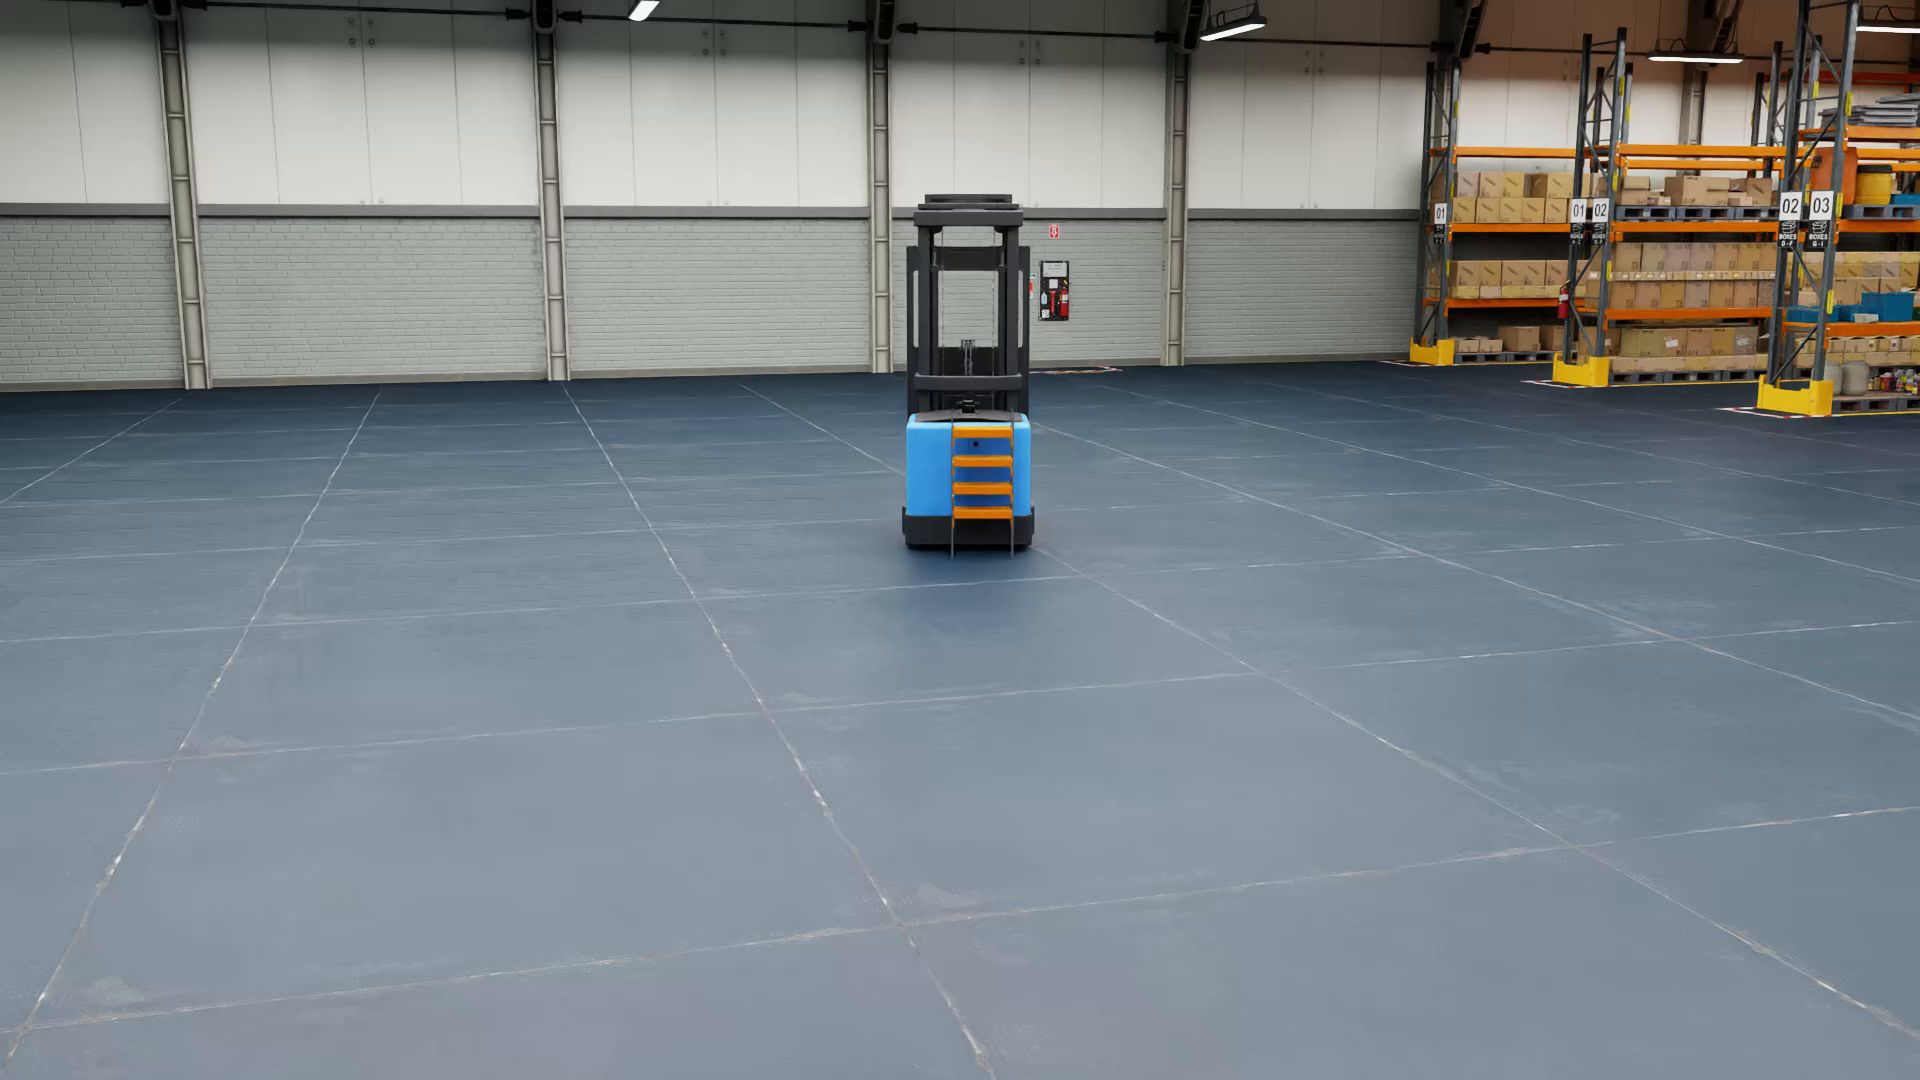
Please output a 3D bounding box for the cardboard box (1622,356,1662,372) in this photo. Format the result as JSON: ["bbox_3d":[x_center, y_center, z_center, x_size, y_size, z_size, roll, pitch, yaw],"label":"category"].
[{"bbox_3d":[12.030,-3.113,29.406,0.500,0.250,0.500,-3,11,-16],"label":"cardboard box"}]

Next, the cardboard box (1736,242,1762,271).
[{"bbox_3d":[13.905,-5.084,29.822,0.500,0.500,0.700,-3,11,-16],"label":"cardboard box"}]

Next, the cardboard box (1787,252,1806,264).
[{"bbox_3d":[17.802,-6.064,35.776,0.500,0.250,0.500,-3,11,-15],"label":"cardboard box"}]

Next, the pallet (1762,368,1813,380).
[{"bbox_3d":[15.511,-3.119,30.709,1.213,0.211,1.003,-3,11,-16],"label":"pallet"}]

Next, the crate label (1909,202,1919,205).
[{"bbox_3d":[14.244,-4.822,24.383,0.408,0.251,0.502,-3,11,-16],"label":"crate label"}]

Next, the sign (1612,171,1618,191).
[{"bbox_3d":[11.123,-6.091,28.234,0.005,0.325,0.100,-3,11,-16],"label":"sign"}]

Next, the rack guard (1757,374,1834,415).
[{"bbox_3d":[12.414,-2.166,24.730,0.348,0.500,1.175,-3,11,-16],"label":"rack guard"}]

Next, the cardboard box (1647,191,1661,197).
[{"bbox_3d":[12.005,-6.025,29.374,0.500,0.250,0.500,-3,11,-16],"label":"cardboard box"}]

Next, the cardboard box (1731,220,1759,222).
[{"bbox_3d":[16.651,-6.868,35.275,0.500,0.311,0.500,-3,11,-16],"label":"cardboard box"}]

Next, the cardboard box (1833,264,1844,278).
[{"bbox_3d":[18.787,-5.745,36.118,0.500,0.500,0.500,-3,11,-16],"label":"cardboard box"}]

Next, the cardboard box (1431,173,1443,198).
[{"bbox_3d":[9.926,-7.198,33.786,0.500,0.500,0.500,-3,11,-13],"label":"cardboard box"}]

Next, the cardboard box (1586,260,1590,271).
[{"bbox_3d":[13.058,-5.535,34.415,0.500,0.500,0.500,-3,11,-16],"label":"cardboard box"}]

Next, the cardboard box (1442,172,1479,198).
[{"bbox_3d":[10.023,-7.108,33.297,0.500,0.500,0.500,-4,11,-20],"label":"cardboard box"}]

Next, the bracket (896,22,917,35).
[{"bbox_3d":[-1.008,-9.364,30.414,0.430,0.232,0.235,-3,11,-16],"label":"bracket"}]

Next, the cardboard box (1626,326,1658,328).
[{"bbox_3d":[12.361,-3.599,29.977,0.500,0.500,0.500,-3,11,-16],"label":"cardboard box"}]

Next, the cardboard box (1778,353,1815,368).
[{"bbox_3d":[15.271,-3.278,30.305,0.500,0.250,0.500,-3,11,-17],"label":"cardboard box"}]

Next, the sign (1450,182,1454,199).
[{"bbox_3d":[9.737,-6.916,32.931,0.005,0.325,0.100,-3,11,-16],"label":"sign"}]

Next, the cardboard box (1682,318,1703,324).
[{"bbox_3d":[15.533,-4.775,35.621,0.500,0.250,0.500,-3,11,-16],"label":"cardboard box"}]

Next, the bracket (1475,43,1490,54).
[{"bbox_3d":[10.513,-9.971,33.713,0.430,0.232,0.235,-3,11,-16],"label":"bracket"}]

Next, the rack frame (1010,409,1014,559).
[{"bbox_3d":[0.425,-0.455,13.508,0.015,1.200,0.240,0,10,-1],"label":"rack frame"}]

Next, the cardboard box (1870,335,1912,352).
[{"bbox_3d":[17.238,-3.657,30.815,0.500,0.311,0.500,-3,11,-16],"label":"cardboard box"}]

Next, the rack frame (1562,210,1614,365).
[{"bbox_3d":[10.974,-4.244,29.117,0.127,3.000,1.000,-3,11,-16],"label":"rack frame"}]

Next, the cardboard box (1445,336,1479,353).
[{"bbox_3d":[10.275,-4.019,34.103,0.500,0.311,0.500,-4,11,-22],"label":"cardboard box"}]

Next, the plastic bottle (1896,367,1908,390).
[{"bbox_3d":[14.536,-2.490,25.688,0.185,0.351,0.144,-3,11,-14],"label":"plastic bottle"}]

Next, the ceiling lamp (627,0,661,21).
[{"bbox_3d":[-4.945,-9.388,24.367,0.800,3.185,2.000,-3,11,-16],"label":"ceiling lamp"}]

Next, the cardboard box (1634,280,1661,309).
[{"bbox_3d":[11.928,-4.342,29.373,0.500,0.500,0.700,-3,11,-14],"label":"cardboard box"}]

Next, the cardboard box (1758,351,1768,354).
[{"bbox_3d":[15.131,-3.372,30.815,0.500,0.250,0.500,-3,11,-16],"label":"cardboard box"}]

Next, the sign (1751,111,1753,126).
[{"bbox_3d":[17.108,-9.094,35.874,0.005,0.325,0.100,-3,11,-16],"label":"sign"}]

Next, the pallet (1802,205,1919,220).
[{"bbox_3d":[13.176,-4.790,24.319,1.213,0.211,1.003,-3,11,-16],"label":"pallet"}]

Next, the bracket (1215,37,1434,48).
[{"bbox_3d":[7.226,-9.798,32.772,4.783,0.066,0.076,-3,11,-16],"label":"bracket"}]

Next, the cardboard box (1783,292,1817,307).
[{"bbox_3d":[15.275,-4.405,30.407,0.500,0.250,0.500,-2,11,-12],"label":"cardboard box"}]

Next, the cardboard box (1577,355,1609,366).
[{"bbox_3d":[11.406,-3.177,29.755,0.500,0.250,0.500,-3,11,-16],"label":"cardboard box"}]

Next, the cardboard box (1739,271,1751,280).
[{"bbox_3d":[13.872,-4.724,29.658,0.250,0.149,0.380,-3,11,-16],"label":"cardboard box"}]

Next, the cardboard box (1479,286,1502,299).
[{"bbox_3d":[10.637,-5.039,33.796,0.500,0.250,0.500,-3,11,-18],"label":"cardboard box"}]

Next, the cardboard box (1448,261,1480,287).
[{"bbox_3d":[10.128,-5.382,33.585,0.500,0.500,0.500,-3,11,-16],"label":"cardboard box"}]

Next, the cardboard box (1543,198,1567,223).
[{"bbox_3d":[12.000,-6.715,33.924,0.500,0.500,0.500,-3,11,-18],"label":"cardboard box"}]

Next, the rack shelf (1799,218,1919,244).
[{"bbox_3d":[14.275,-4.606,24.782,4.000,0.370,1.077,-3,11,-16],"label":"rack shelf"}]

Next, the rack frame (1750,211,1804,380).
[{"bbox_3d":[14.814,-4.447,30.217,0.127,3.000,1.000,-3,11,-16],"label":"rack frame"}]

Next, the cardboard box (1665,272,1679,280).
[{"bbox_3d":[12.401,-4.647,29.239,0.250,0.149,0.380,-3,11,-18],"label":"cardboard box"}]

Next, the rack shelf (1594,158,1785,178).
[{"bbox_3d":[15.346,-7.809,35.001,4.000,0.370,1.077,-3,11,-16],"label":"rack shelf"}]

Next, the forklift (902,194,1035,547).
[{"bbox_3d":[0.071,-1.607,14.980,1.130,2.935,3.031,0,10,0],"label":"forklift"}]

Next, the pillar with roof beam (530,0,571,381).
[{"bbox_3d":[-6.064,-6.582,25.247,0.548,9.000,9.100,-3,11,-16],"label":"pillar with roof beam"}]

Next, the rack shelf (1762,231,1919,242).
[{"bbox_3d":[16.734,-5.669,30.560,4.000,0.370,1.077,-3,11,-16],"label":"rack shelf"}]

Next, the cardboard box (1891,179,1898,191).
[{"bbox_3d":[20.226,-7.800,36.586,0.500,0.250,0.500,-2,11,-12],"label":"cardboard box"}]

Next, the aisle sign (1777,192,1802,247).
[{"bbox_3d":[12.202,-4.709,24.464,0.004,0.787,0.394,-3,11,-16],"label":"aisle sign"}]

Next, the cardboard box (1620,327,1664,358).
[{"bbox_3d":[12.030,-3.481,29.337,0.500,0.500,0.500,-3,11,-16],"label":"cardboard box"}]

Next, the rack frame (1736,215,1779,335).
[{"bbox_3d":[17.267,-5.510,35.993,0.127,3.000,1.000,-3,11,-16],"label":"rack frame"}]

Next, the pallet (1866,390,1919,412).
[{"bbox_3d":[14.365,-2.125,25.307,1.213,0.211,1.003,-3,11,-16],"label":"pallet"}]

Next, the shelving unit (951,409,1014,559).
[{"bbox_3d":[0.181,-0.455,13.506,0.503,1.200,0.258,0,10,-1],"label":"shelving unit"}]

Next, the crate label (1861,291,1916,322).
[{"bbox_3d":[14.046,-3.540,25.197,0.616,0.435,0.502,-3,11,-16],"label":"crate label"}]
